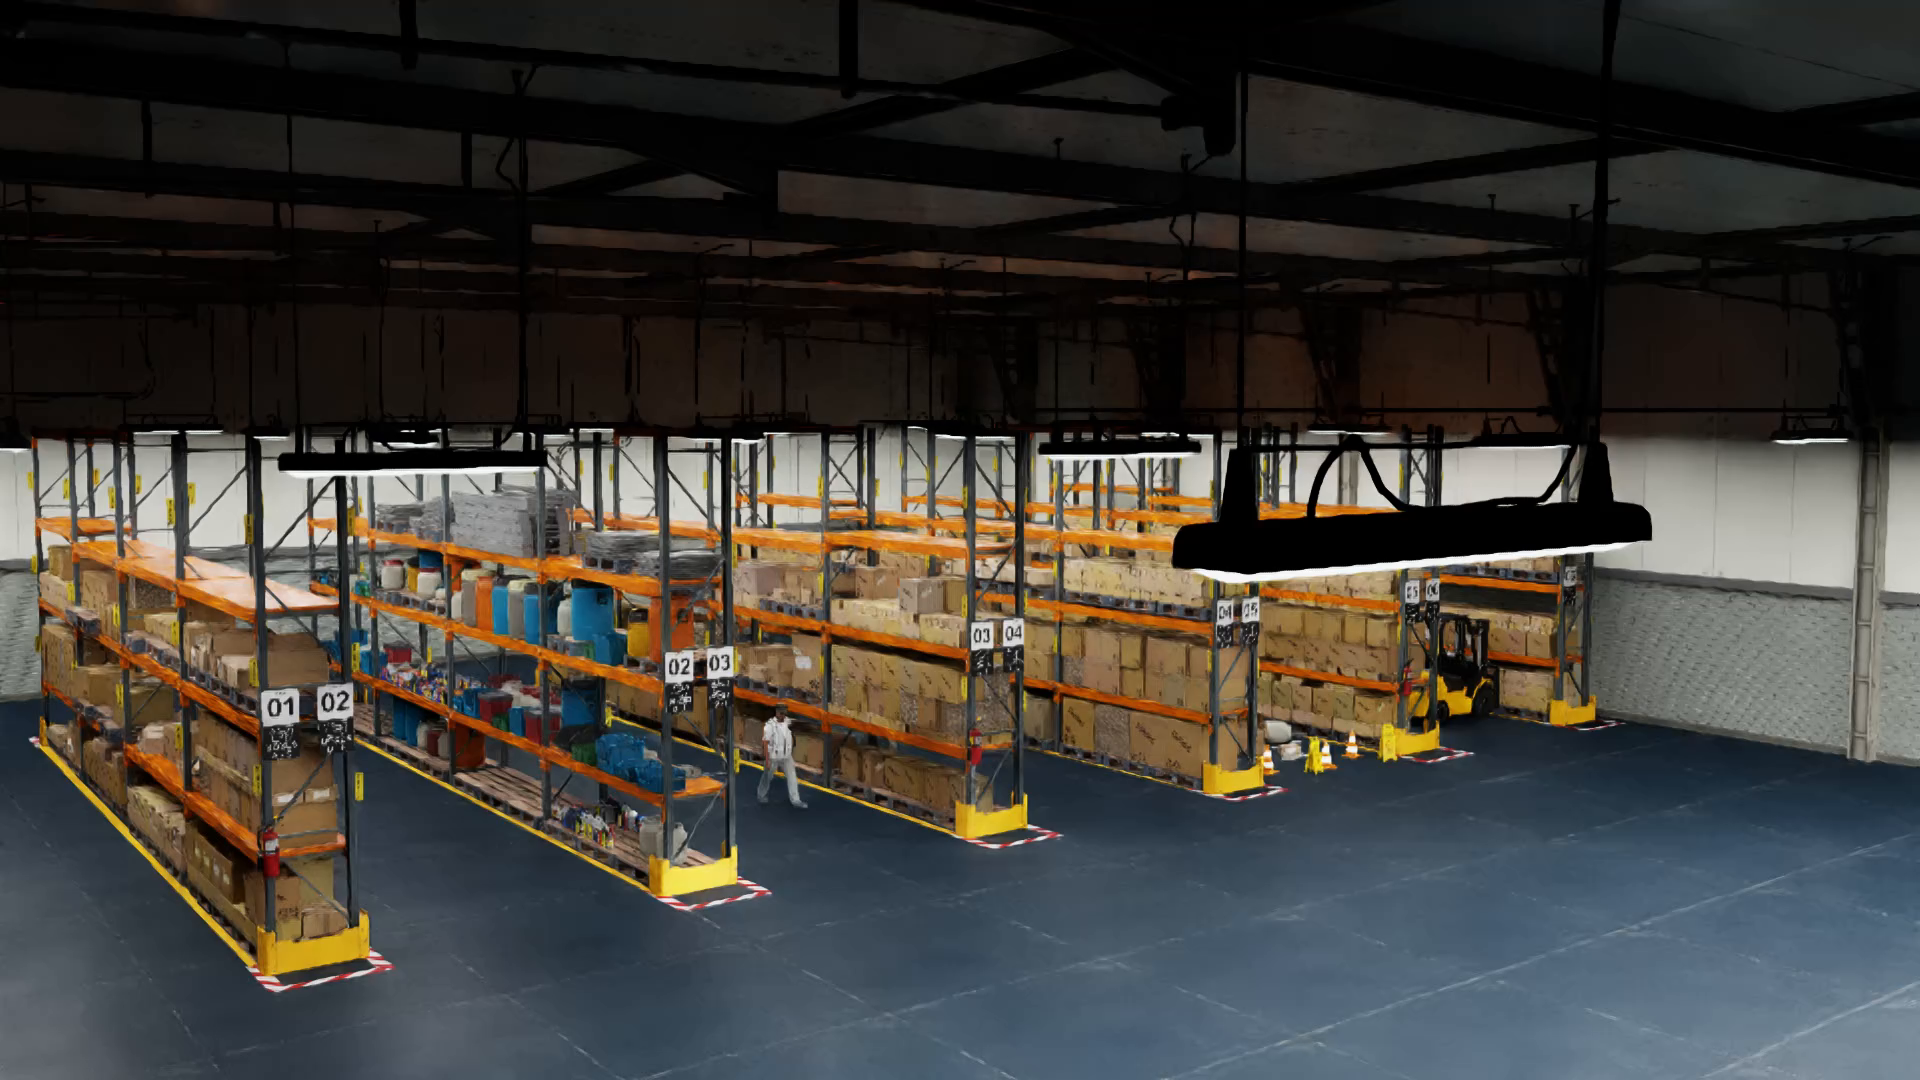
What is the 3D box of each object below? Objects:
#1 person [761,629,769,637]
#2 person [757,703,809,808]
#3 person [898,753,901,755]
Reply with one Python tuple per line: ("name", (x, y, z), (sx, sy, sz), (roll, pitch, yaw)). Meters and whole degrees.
("person", (-5.500, 1.931, 45.558), (0.501, 1.668, 0.495), (0, 4, 1))
("person", (-2.878, 3.403, 26.427), (0.539, 1.675, 1.126), (-3, 5, -35))
("person", (-1.437, 3.166, 30.112), (0.996, 1.573, 0.448), (4, 6, 45))
